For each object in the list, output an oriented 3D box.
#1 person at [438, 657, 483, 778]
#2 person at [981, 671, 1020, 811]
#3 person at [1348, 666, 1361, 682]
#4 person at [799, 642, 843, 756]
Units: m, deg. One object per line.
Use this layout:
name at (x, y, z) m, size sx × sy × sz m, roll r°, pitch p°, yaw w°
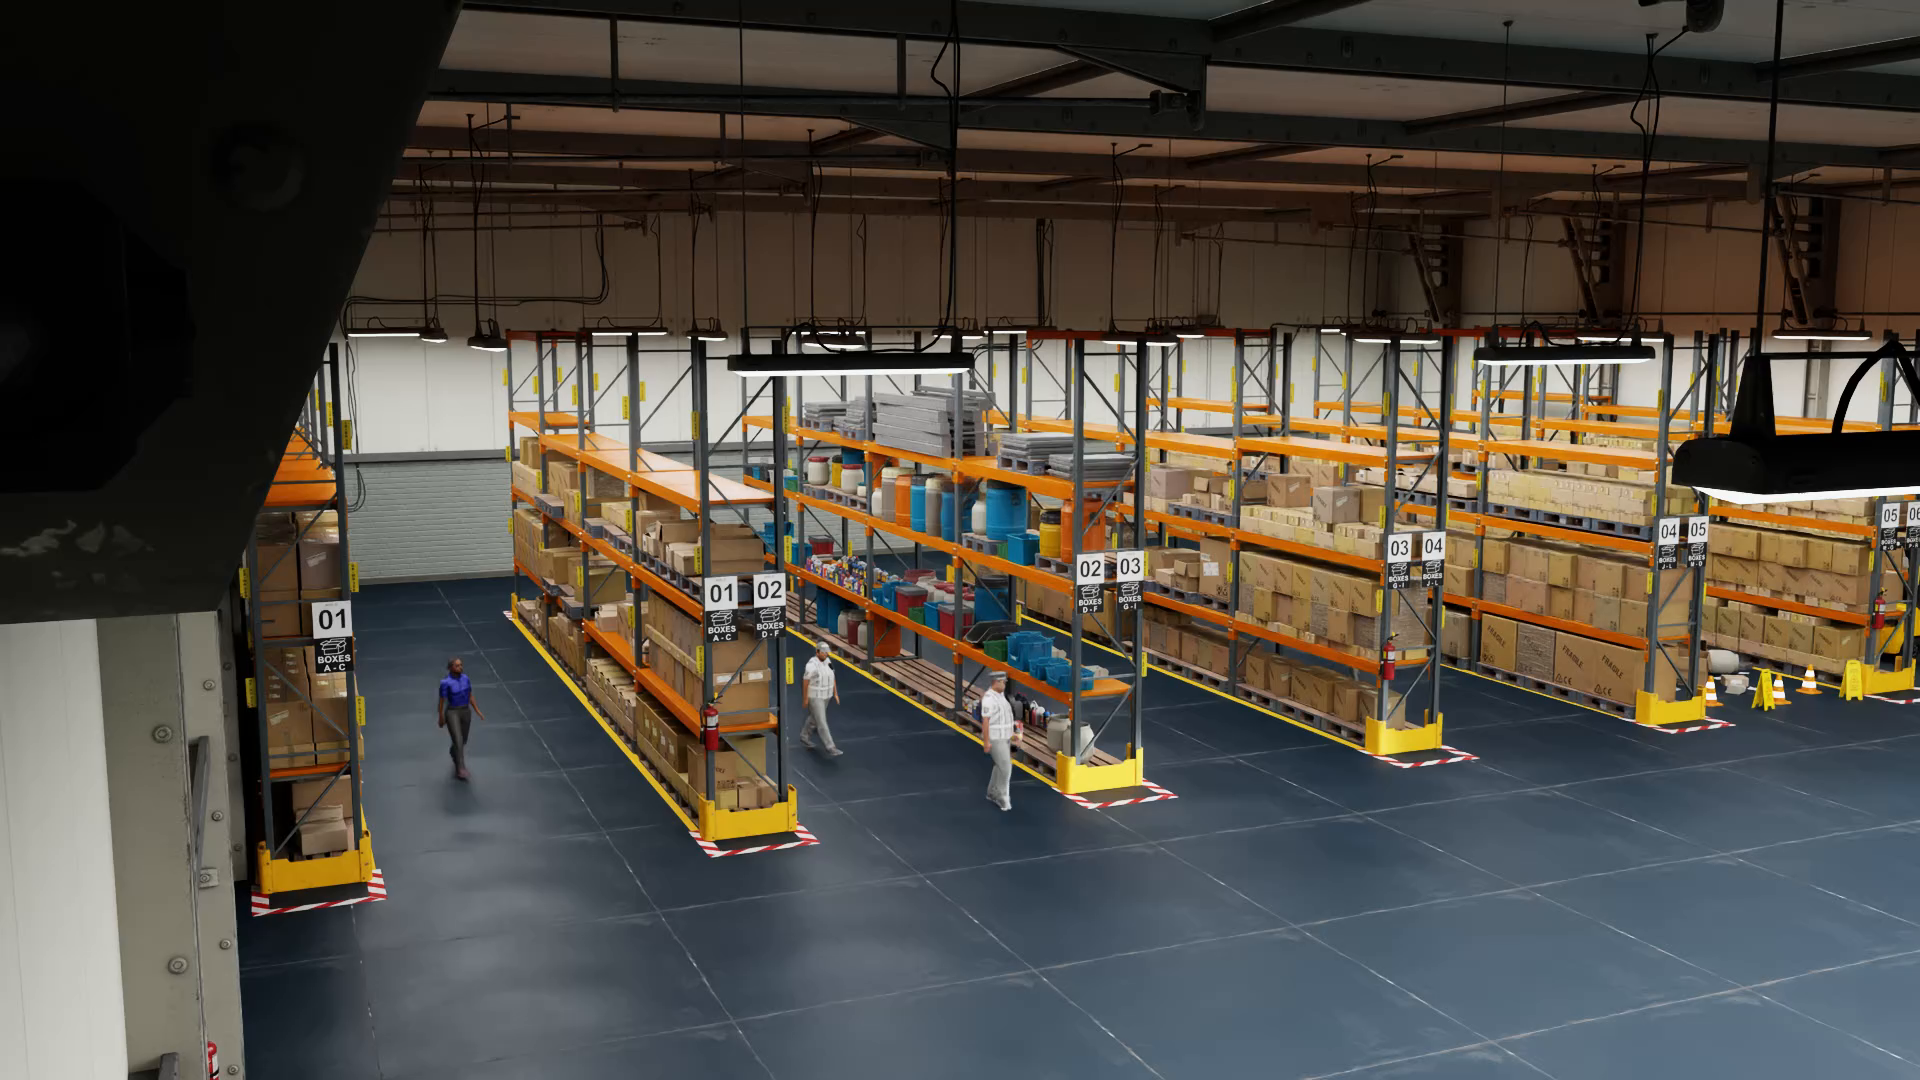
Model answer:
person at (-6.922, 2.398, 22.981) m, size 0.554 × 1.602 × 0.966 m, roll -6°, pitch 10°, yaw -37°
person at (0.539, 2.606, 21.435) m, size 0.489 × 1.844 × 0.564 m, roll 3°, pitch 8°, yaw 20°
person at (6.703, 1.684, 28.281) m, size 0.503 × 1.652 × 0.600 m, roll -1°, pitch 8°, yaw -7°
person at (-1.981, 2.261, 23.969) m, size 1.013 × 1.604 × 0.521 m, roll 5°, pitch 9°, yaw 33°
